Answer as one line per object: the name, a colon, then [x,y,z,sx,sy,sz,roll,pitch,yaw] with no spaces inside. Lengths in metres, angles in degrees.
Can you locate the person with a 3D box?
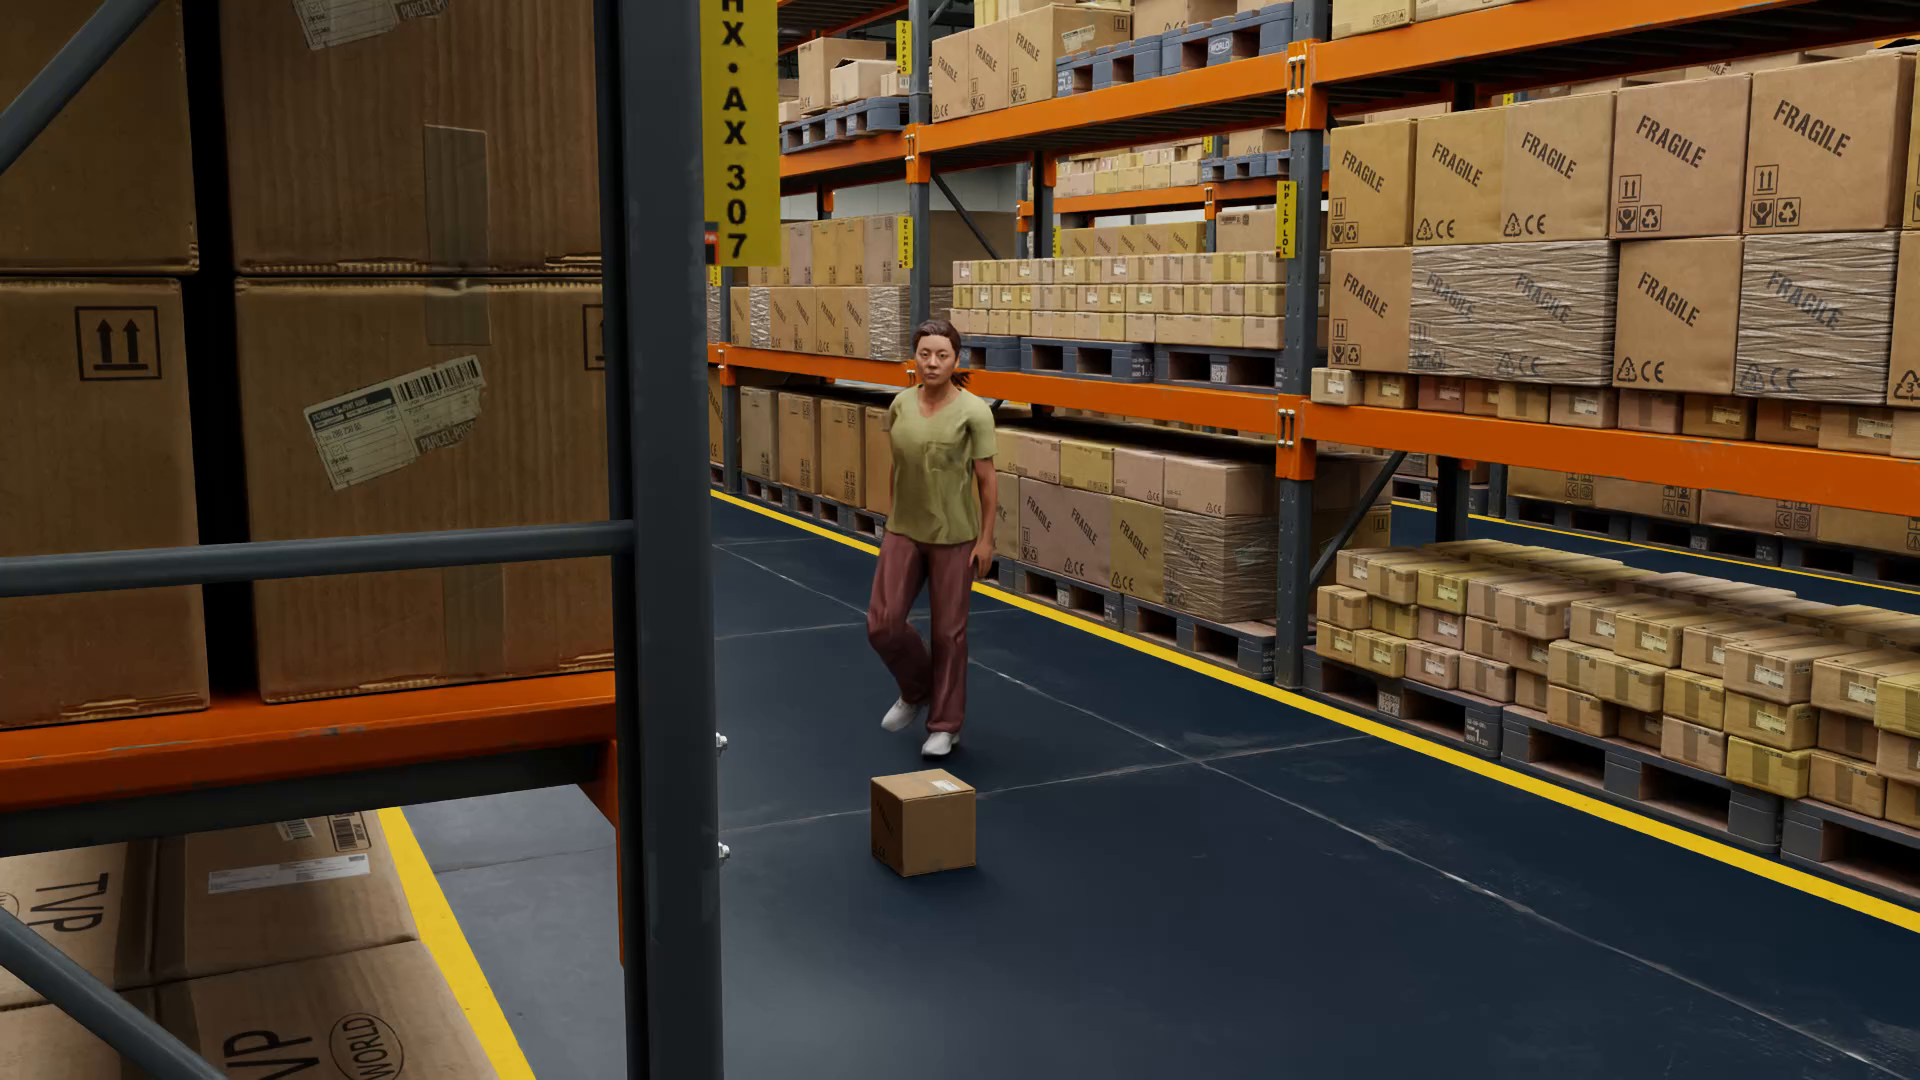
person: [-0.089,-0.001,6.295,0.496,1.660,0.465,3,9,20]
